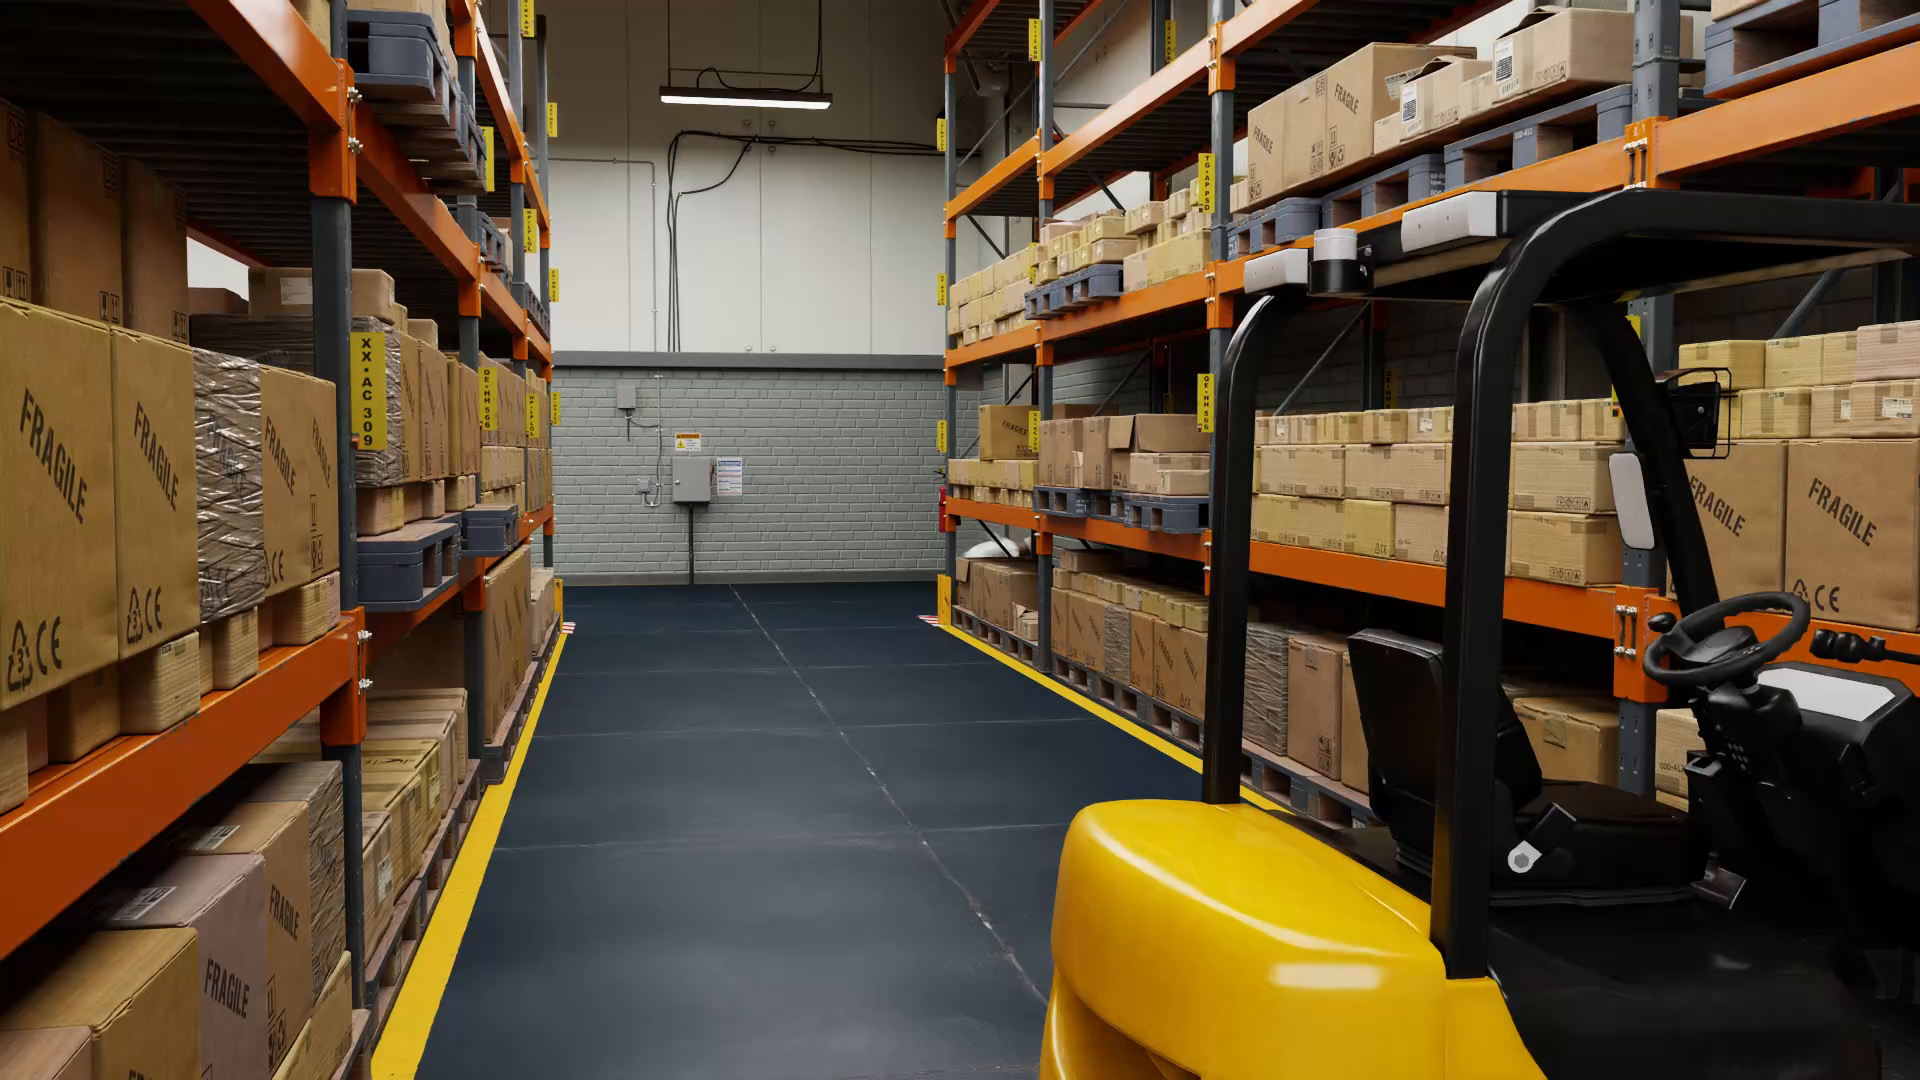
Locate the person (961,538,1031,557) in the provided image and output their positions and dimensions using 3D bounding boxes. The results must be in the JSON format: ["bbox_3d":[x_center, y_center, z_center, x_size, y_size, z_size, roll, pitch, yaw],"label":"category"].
[{"bbox_3d":[0.445,0.396,18.903,0.950,0.838,0.531,-1,3,-13],"label":"person"}]
